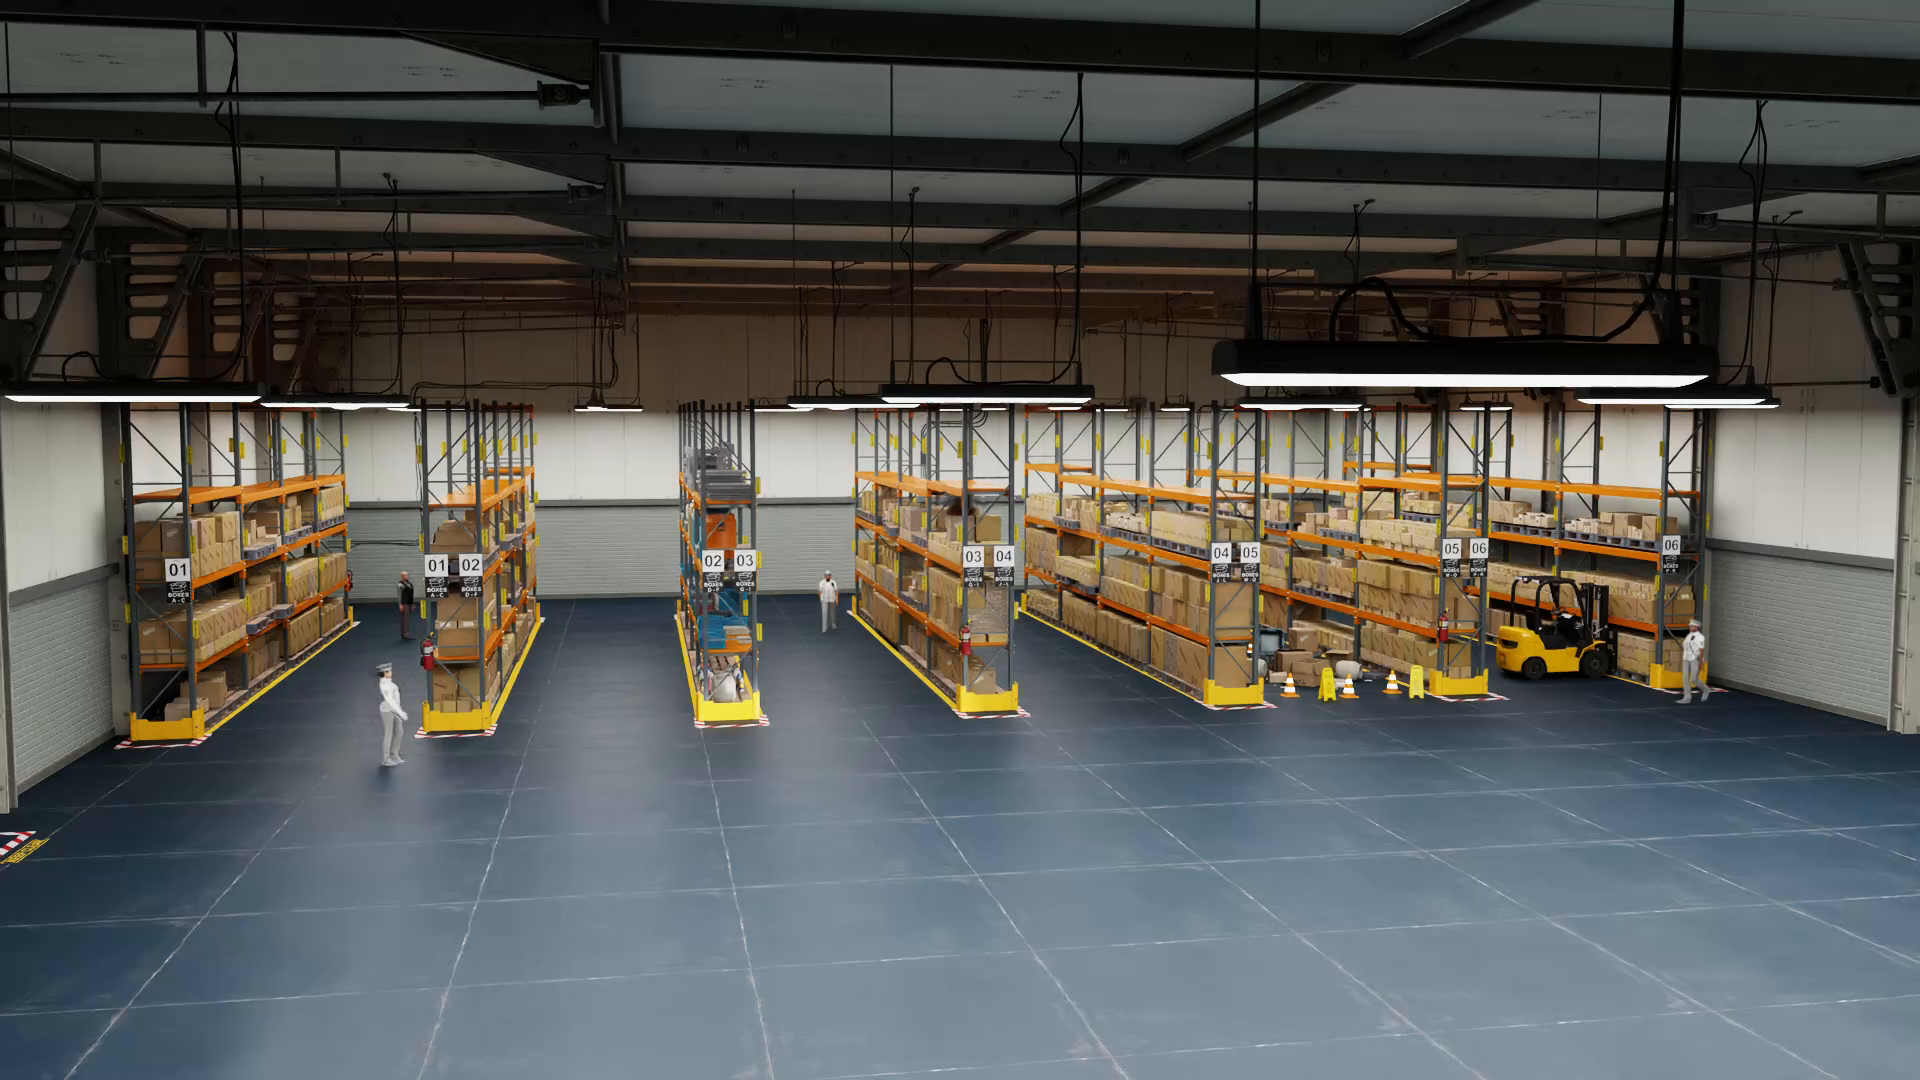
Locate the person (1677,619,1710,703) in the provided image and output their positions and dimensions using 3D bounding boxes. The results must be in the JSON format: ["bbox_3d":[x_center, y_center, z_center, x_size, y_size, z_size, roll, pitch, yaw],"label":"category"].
[{"bbox_3d":[14.515,2.393,32.859,0.606,1.679,0.459,-2,5,-24],"label":"person"}]

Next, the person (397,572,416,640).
[{"bbox_3d":[-14.091,1.665,42.450,0.471,1.727,0.554,0,4,-1],"label":"person"}]

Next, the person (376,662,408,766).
[{"bbox_3d":[-9.239,2.857,27.145,0.597,1.711,0.513,1,4,8],"label":"person"}]

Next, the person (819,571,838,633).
[{"bbox_3d":[-3.452,1.614,43.698,0.529,1.618,0.970,0,4,-2],"label":"person"}]
